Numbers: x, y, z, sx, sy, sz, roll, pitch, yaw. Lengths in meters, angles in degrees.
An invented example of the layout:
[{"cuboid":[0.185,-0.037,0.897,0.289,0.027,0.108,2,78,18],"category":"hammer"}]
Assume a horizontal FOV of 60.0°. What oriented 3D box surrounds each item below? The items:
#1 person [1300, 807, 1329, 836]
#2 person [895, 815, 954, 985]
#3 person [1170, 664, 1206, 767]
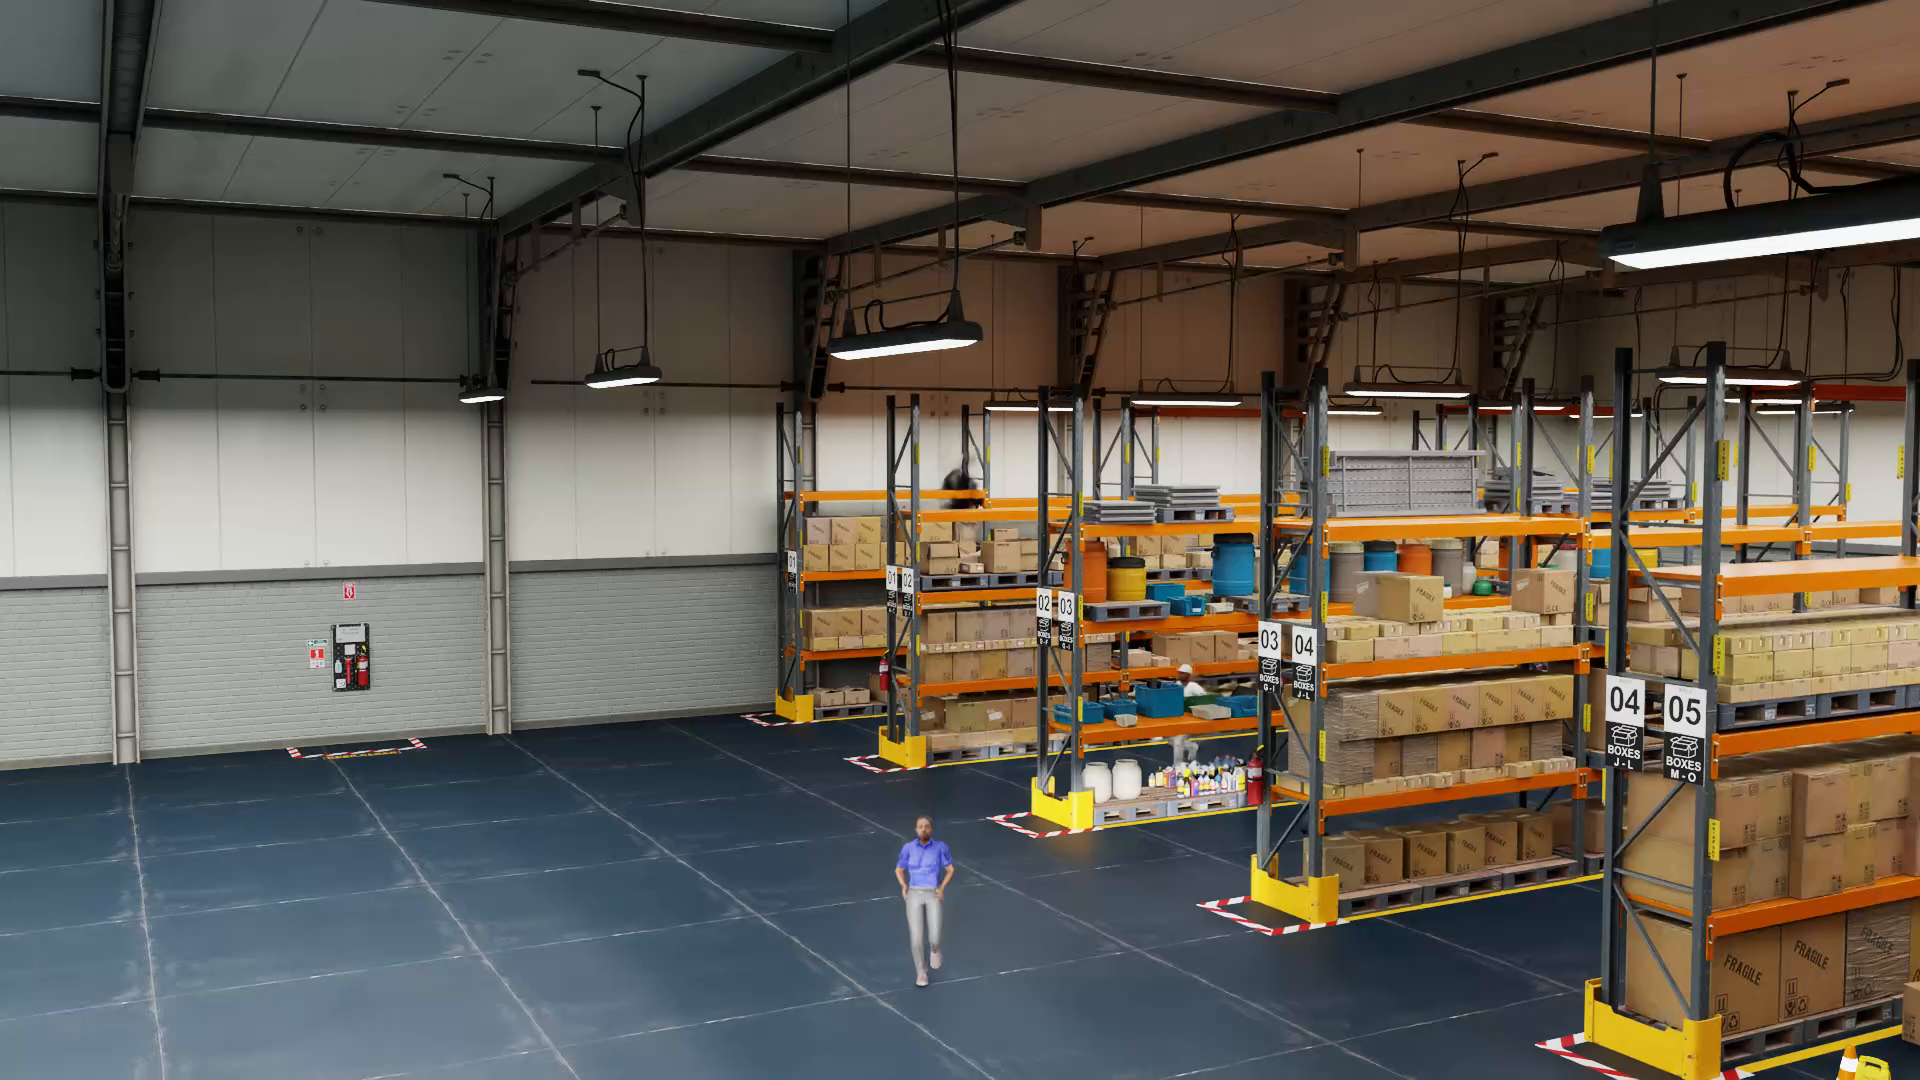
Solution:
[{"cuboid":[4.415,3.234,20.408,0.513,1.547,0.505,-2,4,-36],"category":"person"},{"cuboid":[-0.348,3.452,16.027,0.573,1.603,0.563,0,3,2],"category":"person"},{"cuboid":[3.538,2.822,26.161,0.801,1.739,0.700,-3,4,-41],"category":"person"}]
